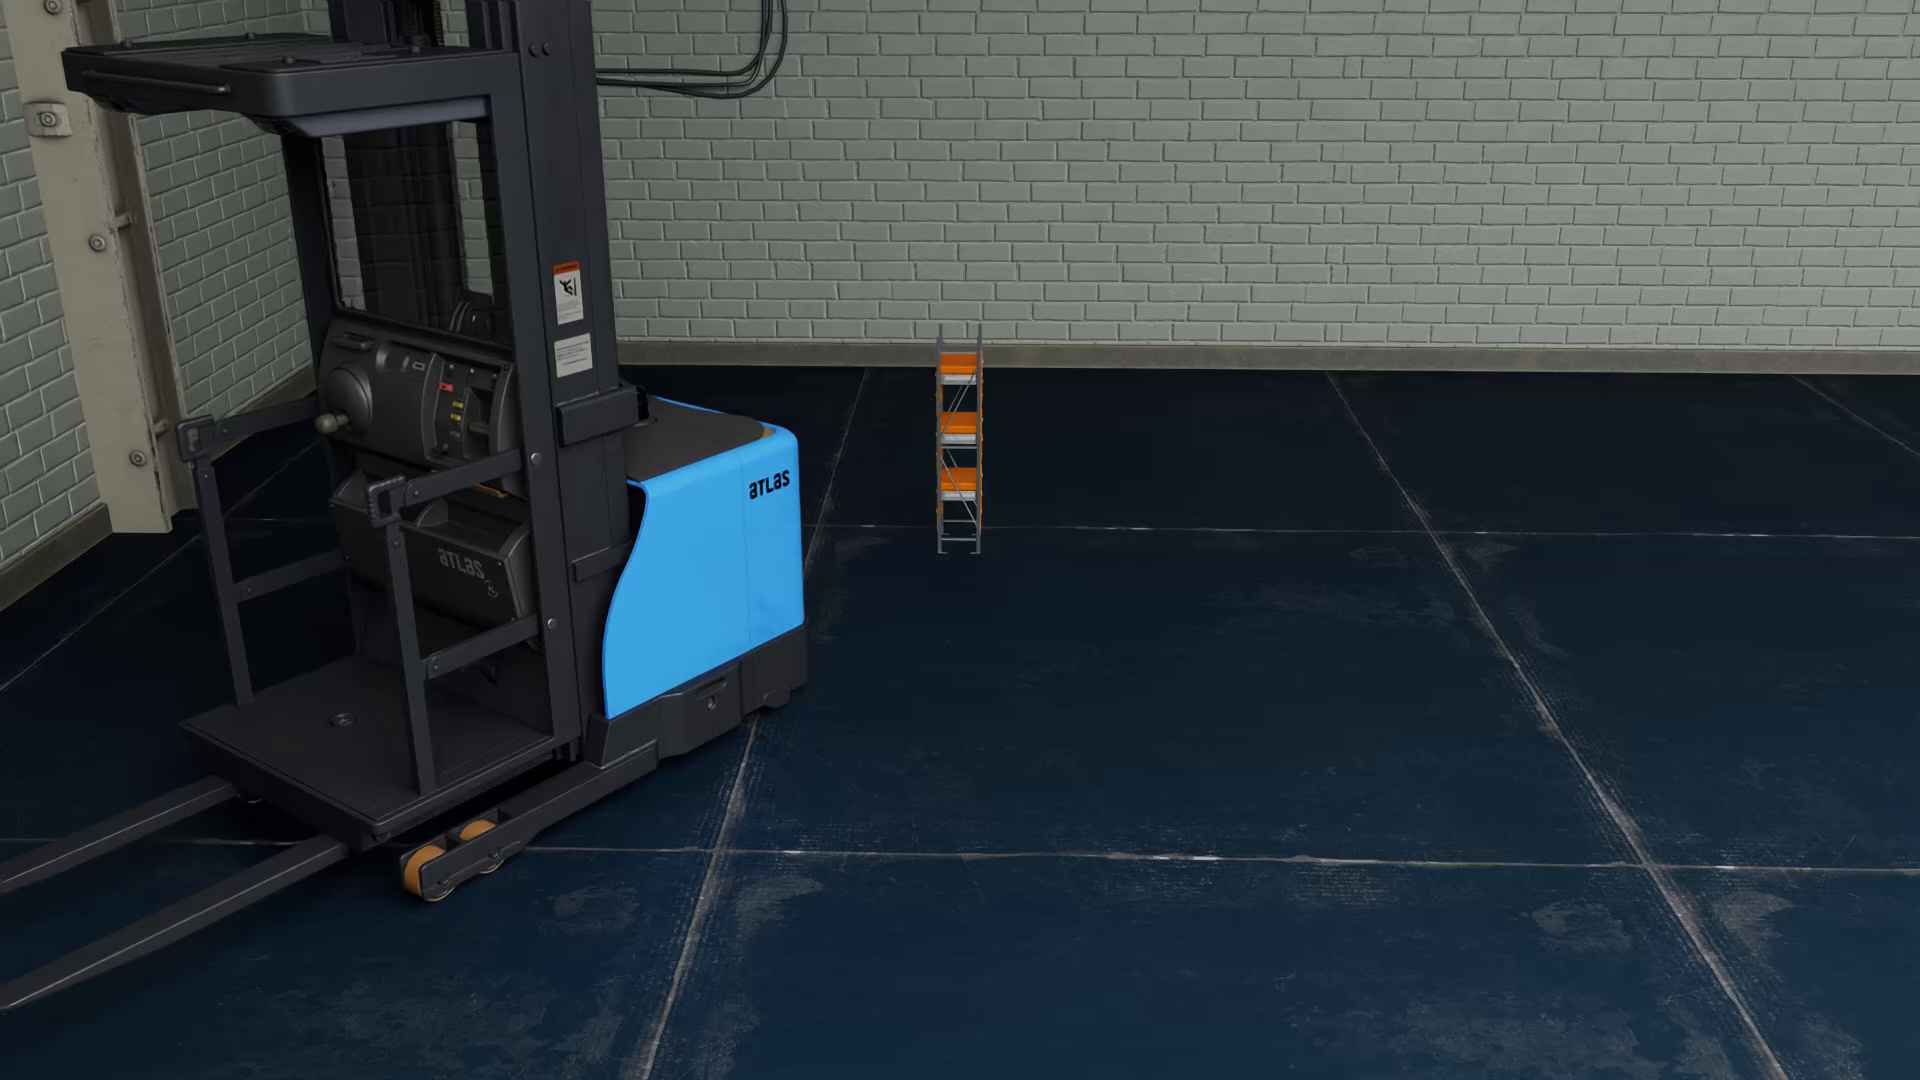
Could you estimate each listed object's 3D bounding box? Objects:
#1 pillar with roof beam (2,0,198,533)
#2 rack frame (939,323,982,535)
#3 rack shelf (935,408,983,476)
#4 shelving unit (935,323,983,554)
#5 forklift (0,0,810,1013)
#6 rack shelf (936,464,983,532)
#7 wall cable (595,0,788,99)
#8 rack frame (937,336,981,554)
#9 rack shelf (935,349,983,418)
[{"bbox_3d":[0.287,-4.256,6.558,9.100,9.000,0.400,1,21,2],"label":"pillar with roof beam"},{"bbox_3d":[0.002,-0.514,7.903,0.200,1.050,0.008,1,21,2],"label":"rack frame"},{"bbox_3d":[-0.002,-0.460,7.793,0.215,0.259,0.240,1,21,2],"label":"rack shelf"},{"bbox_3d":[-0.002,-0.470,7.789,0.215,1.050,0.252,1,21,2],"label":"shelving unit"},{"bbox_3d":[-1.865,-0.449,5.135,1.130,2.935,3.031,15,26,34],"label":"forklift"},{"bbox_3d":[-0.002,-0.201,7.894,0.215,0.259,0.240,1,21,2],"label":"rack shelf"},{"bbox_3d":[-2.605,-3.906,9.949,3.097,2.526,0.112,1,21,2],"label":"wall cable"},{"bbox_3d":[-0.005,-0.426,7.675,0.200,1.050,0.008,1,21,2],"label":"rack frame"},{"bbox_3d":[-0.002,-0.725,7.690,0.215,0.259,0.240,1,21,2],"label":"rack shelf"}]
